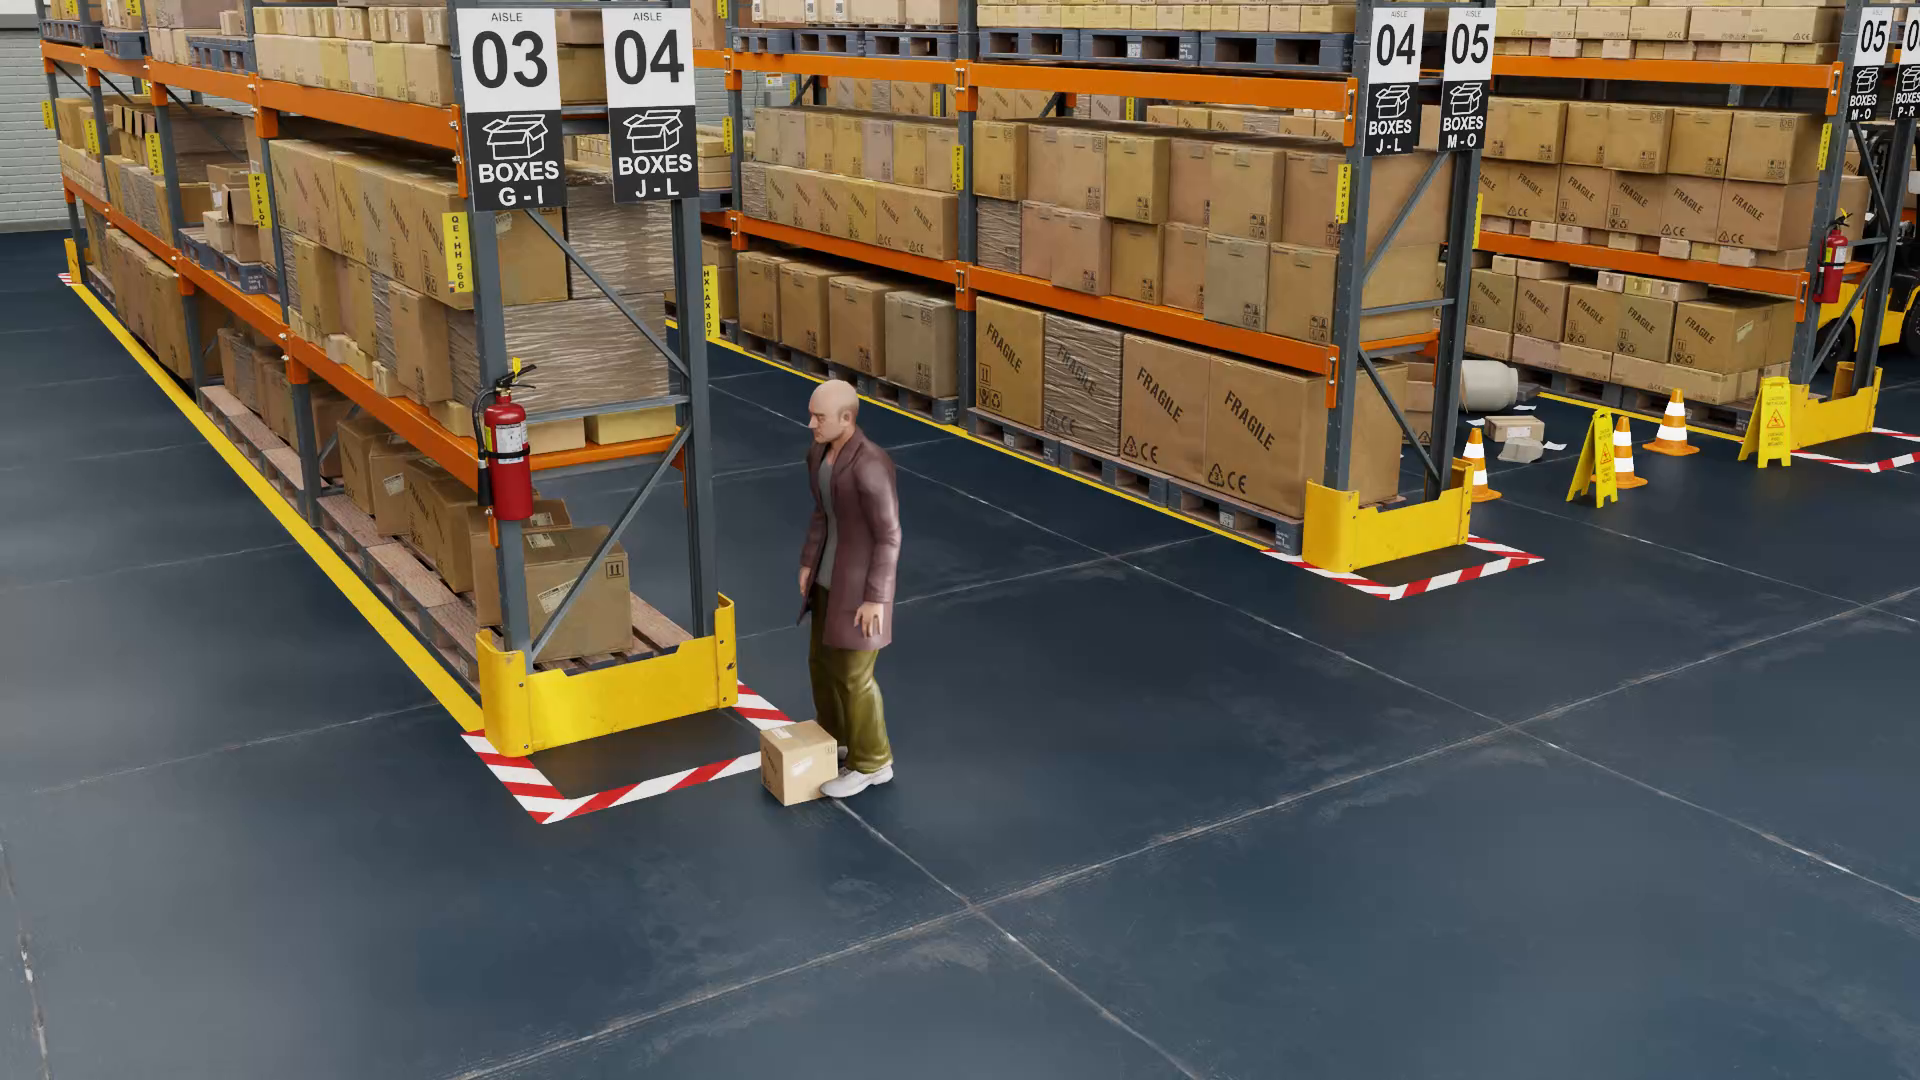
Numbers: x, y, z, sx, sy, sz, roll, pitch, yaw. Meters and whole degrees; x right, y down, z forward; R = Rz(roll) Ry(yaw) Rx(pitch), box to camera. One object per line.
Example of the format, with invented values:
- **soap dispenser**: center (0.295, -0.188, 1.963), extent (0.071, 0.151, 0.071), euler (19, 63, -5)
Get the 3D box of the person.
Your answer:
- **person**: center (-0.478, 0.190, 6.986), extent (0.425, 1.773, 0.653), euler (-11, 21, -30)
